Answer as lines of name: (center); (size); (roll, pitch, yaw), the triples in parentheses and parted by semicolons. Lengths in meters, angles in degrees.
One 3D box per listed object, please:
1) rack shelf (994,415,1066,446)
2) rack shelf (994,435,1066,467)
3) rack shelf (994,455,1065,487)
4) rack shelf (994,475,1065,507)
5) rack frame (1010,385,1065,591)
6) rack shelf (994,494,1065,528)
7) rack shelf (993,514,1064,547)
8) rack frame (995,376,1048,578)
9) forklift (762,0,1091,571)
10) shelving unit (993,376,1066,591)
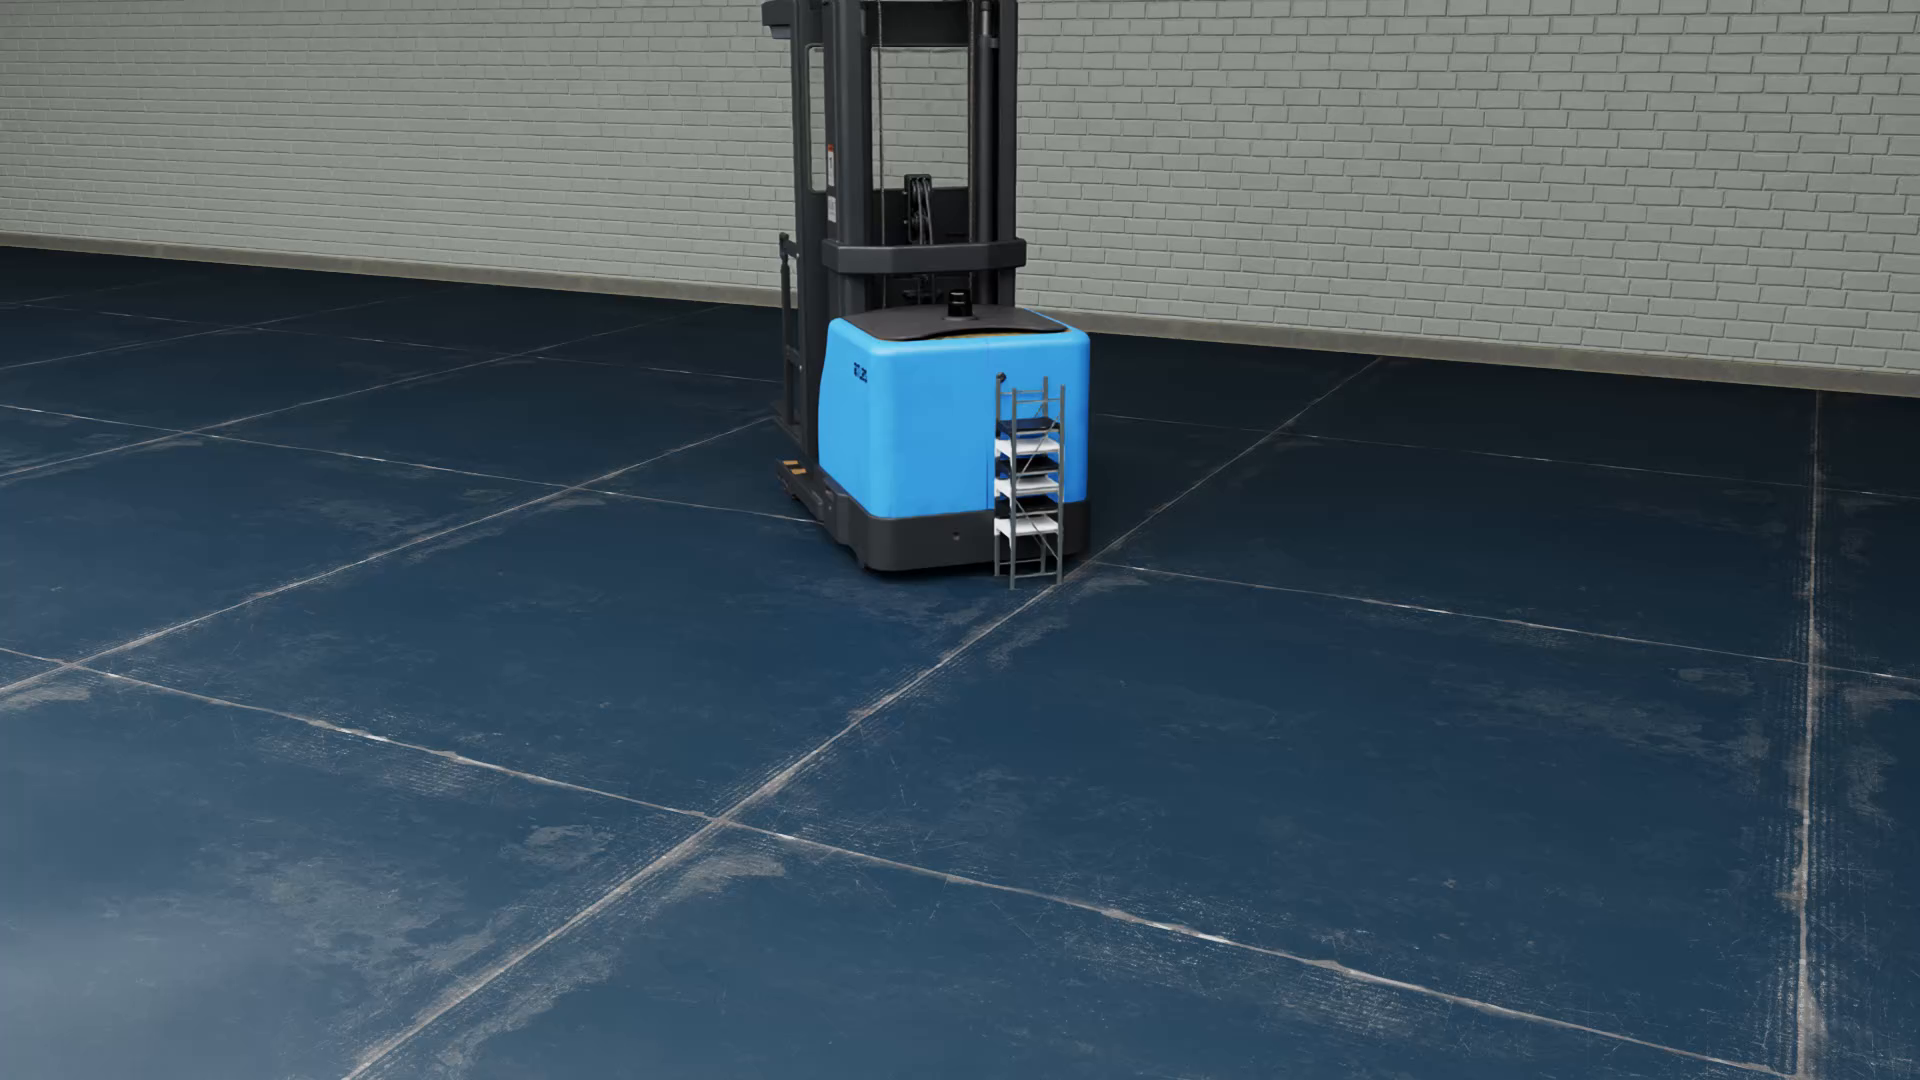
rack shelf: (0.302, -0.474, 7.208); (0.258, 0.077, 0.200); (-5, 17, -17)
rack shelf: (0.302, -0.387, 7.233); (0.258, 0.077, 0.200); (-5, 17, -17)
rack shelf: (0.302, -0.301, 7.259); (0.258, 0.077, 0.200); (-5, 17, -17)
rack shelf: (0.302, -0.215, 7.285); (0.258, 0.077, 0.200); (-5, 17, -17)
rack frame: (0.334, -0.219, 7.183); (0.240, 0.900, 0.006); (-5, 17, -17)
rack shelf: (0.302, -0.129, 7.310); (0.258, 0.077, 0.200); (-5, 17, -17)
rack shelf: (0.302, -0.042, 7.336); (0.258, 0.077, 0.200); (-5, 17, -17)
rack frame: (0.270, -0.274, 7.368); (0.240, 0.900, 0.006); (-5, 17, -17)
forklift: (-0.350, -1.646, 8.418); (1.130, 2.935, 3.031); (-5, 17, -17)
shelving unit: (0.302, -0.247, 7.275); (0.258, 0.900, 0.210); (-5, 17, -17)
